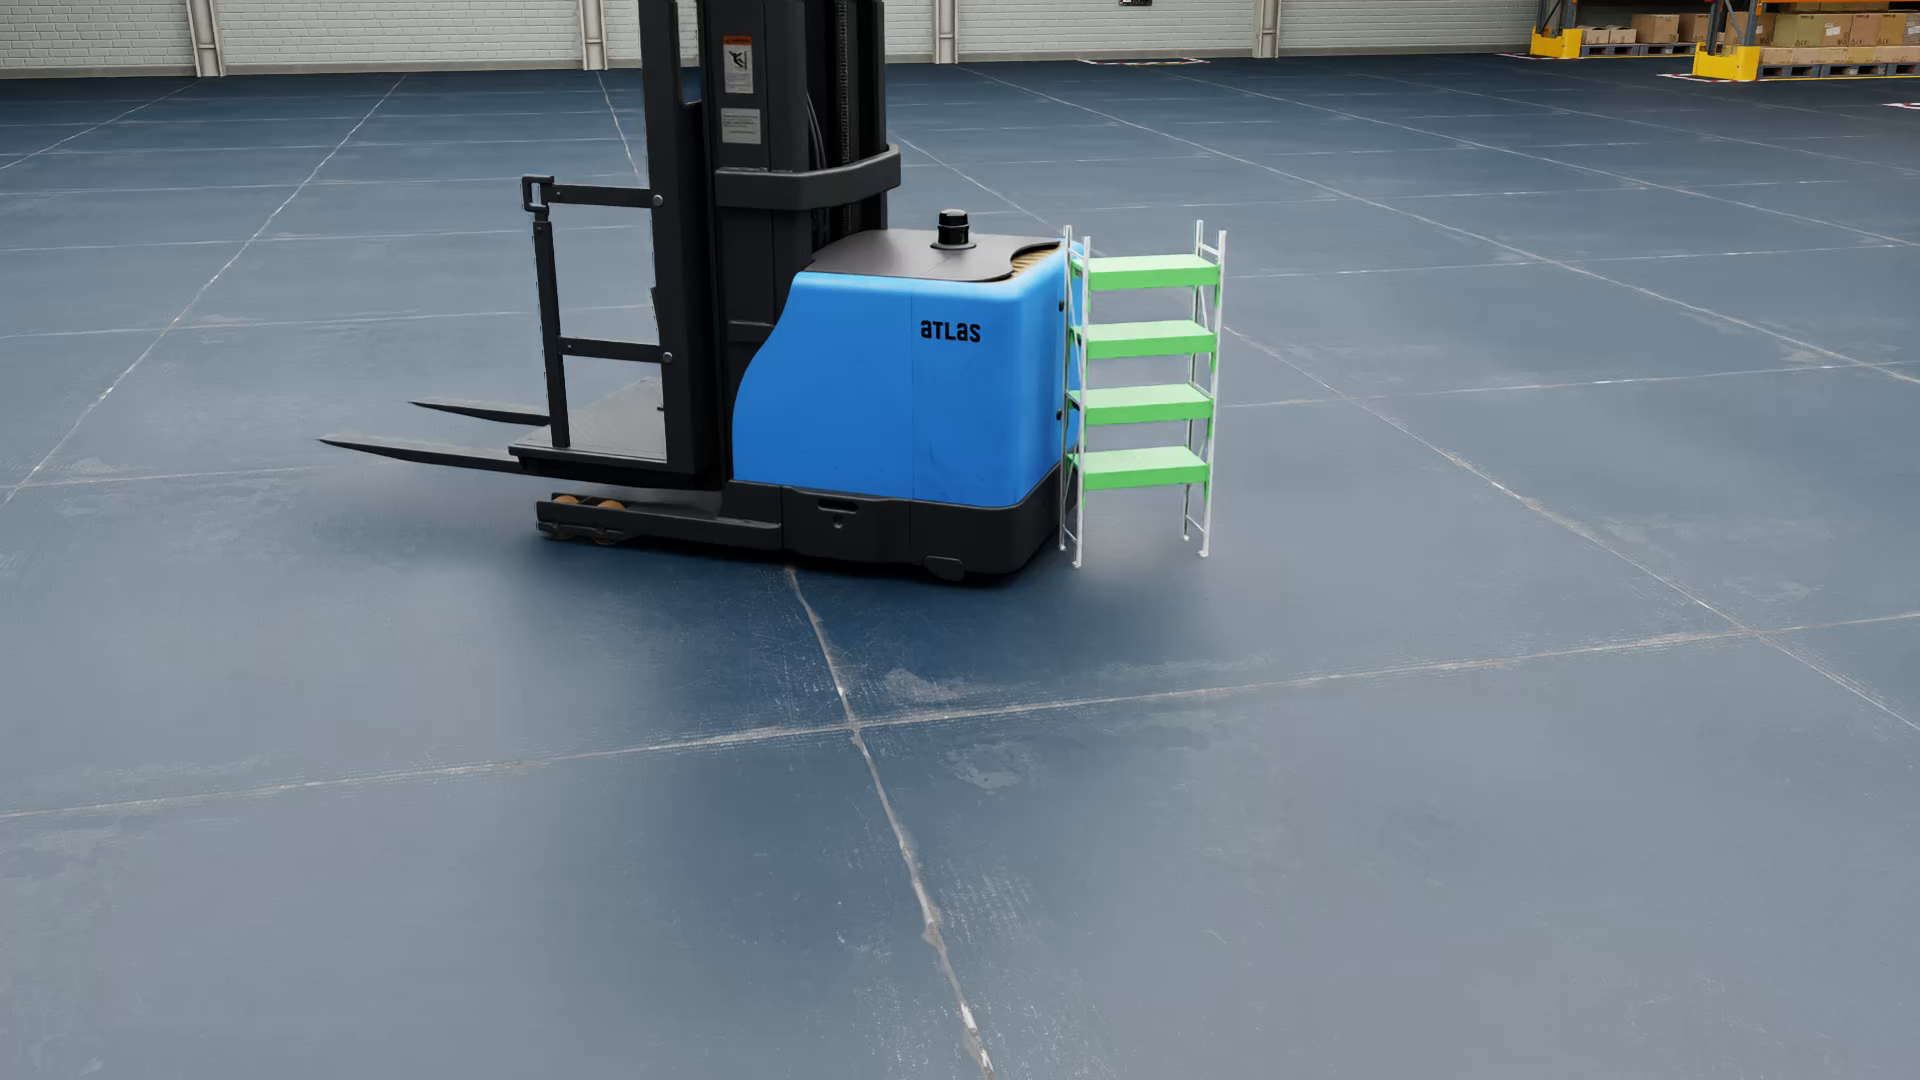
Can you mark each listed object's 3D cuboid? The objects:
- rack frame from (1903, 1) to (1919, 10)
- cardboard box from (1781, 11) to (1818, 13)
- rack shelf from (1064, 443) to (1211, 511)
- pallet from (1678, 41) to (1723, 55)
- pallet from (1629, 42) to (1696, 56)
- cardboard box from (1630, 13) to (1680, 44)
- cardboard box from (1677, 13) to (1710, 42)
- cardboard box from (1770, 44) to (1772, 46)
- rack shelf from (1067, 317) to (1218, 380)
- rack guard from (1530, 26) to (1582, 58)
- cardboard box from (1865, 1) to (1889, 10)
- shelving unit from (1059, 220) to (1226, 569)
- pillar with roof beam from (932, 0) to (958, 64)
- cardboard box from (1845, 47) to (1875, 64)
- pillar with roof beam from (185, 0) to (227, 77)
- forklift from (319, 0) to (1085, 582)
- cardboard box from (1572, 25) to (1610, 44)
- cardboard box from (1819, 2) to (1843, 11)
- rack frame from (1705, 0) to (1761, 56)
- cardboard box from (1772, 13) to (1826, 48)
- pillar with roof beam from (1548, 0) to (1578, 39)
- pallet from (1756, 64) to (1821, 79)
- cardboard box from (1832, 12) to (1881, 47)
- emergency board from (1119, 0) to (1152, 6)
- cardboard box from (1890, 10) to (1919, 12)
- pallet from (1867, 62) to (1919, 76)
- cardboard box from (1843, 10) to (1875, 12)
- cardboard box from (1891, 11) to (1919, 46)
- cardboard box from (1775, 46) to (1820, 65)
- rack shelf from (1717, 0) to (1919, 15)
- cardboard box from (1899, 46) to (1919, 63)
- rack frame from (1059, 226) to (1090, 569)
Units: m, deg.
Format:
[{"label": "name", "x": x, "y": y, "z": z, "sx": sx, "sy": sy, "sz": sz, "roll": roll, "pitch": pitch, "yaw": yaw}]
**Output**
[{"label": "rack frame", "x": 18.719, "y": -11.008, "z": 32.006, "sx": 0.127, "sy": 3.000, "sz": 1.000, "roll": -5, "pitch": 21, "yaw": -12}, {"label": "cardboard box", "x": 13.500, "y": -8.202, "z": 26.640, "sx": 0.500, "sy": 0.500, "sz": 0.500, "roll": -5, "pitch": 21, "yaw": -12}, {"label": "rack shelf", "x": 0.644, "y": -0.234, "z": 6.092, "sx": 0.480, "sy": 0.148, "sz": 0.258, "roll": -5, "pitch": 21, "yaw": -12}, {"label": "pallet", "x": 14.181, "y": -9.317, "z": 31.444, "sx": 1.213, "sy": 0.211, "sz": 1.003, "roll": -5, "pitch": 21, "yaw": -12}, {"label": "pallet", "x": 12.991, "y": -9.220, "z": 31.177, "sx": 1.213, "sy": 0.211, "sz": 1.003, "roll": -5, "pitch": 21, "yaw": -12}, {"label": "cardboard box", "x": 12.908, "y": -9.519, "z": 30.935, "sx": 0.500, "sy": 0.500, "sz": 0.700, "roll": -6, "pitch": 21, "yaw": -16}, {"label": "cardboard box", "x": 13.826, "y": -9.629, "z": 31.235, "sx": 0.500, "sy": 0.500, "sz": 0.500, "roll": -6, "pitch": 21, "yaw": -17}, {"label": "cardboard box", "x": 13.015, "y": -7.808, "z": 26.657, "sx": 0.500, "sy": 0.250, "sz": 0.500, "roll": -5, "pitch": 21, "yaw": -12}, {"label": "rack shelf", "x": 0.644, "y": -0.685, "z": 5.927, "sx": 0.480, "sy": 0.148, "sz": 0.258, "roll": -5, "pitch": 21, "yaw": -12}, {"label": "rack guard", "x": 11.008, "y": -9.208, "z": 30.723, "sx": 0.348, "sy": 0.500, "sz": 1.175, "roll": -5, "pitch": 21, "yaw": -12}, {"label": "cardboard box", "x": 17.461, "y": -10.295, "z": 31.962, "sx": 0.500, "sy": 0.250, "sz": 0.500, "roll": -4, "pitch": 21, "yaw": -11}, {"label": "shelving unit", "x": 0.644, "y": -0.519, "z": 5.988, "sx": 0.503, "sy": 1.200, "sz": 0.258, "roll": -5, "pitch": 21, "yaw": -12}, {"label": "pillar with roof beam", "x": 0.729, "y": -11.146, "z": 23.660, "sx": 0.400, "sy": 9.000, "sz": 9.100, "roll": -5, "pitch": 21, "yaw": -12}, {"label": "cardboard box", "x": 14.110, "y": -7.710, "z": 26.387, "sx": 0.500, "sy": 0.250, "sz": 0.500, "roll": -5, "pitch": 21, "yaw": -12}, {"label": "pillar with roof beam", "x": -10.949, "y": -10.197, "z": 21.067, "sx": 0.400, "sy": 9.000, "sz": 9.100, "roll": -5, "pitch": 21, "yaw": -12}, {"label": "forklift", "x": -1.080, "y": -1.518, "z": 6.197, "sx": 3.031, "sy": 2.935, "sz": 1.130, "roll": 7, "pitch": 21, "yaw": 18}, {"label": "cardboard box", "x": 11.628, "y": -9.344, "z": 30.731, "sx": 0.500, "sy": 0.311, "sz": 0.500, "roll": -7, "pitch": 21, "yaw": -19}, {"label": "cardboard box", "x": 16.472, "y": -10.219, "z": 31.755, "sx": 0.500, "sy": 0.250, "sz": 0.500, "roll": -5, "pitch": 21, "yaw": -14}, {"label": "rack frame", "x": 12.077, "y": -8.717, "z": 25.751, "sx": 0.127, "sy": 3.000, "sz": 1.000, "roll": -5, "pitch": 21, "yaw": -12}, {"label": "cardboard box", "x": 13.136, "y": -7.984, "z": 26.045, "sx": 0.500, "sy": 0.500, "sz": 0.500, "roll": -5, "pitch": 21, "yaw": -12}, {"label": "pillar with roof beam", "x": 12.407, "y": -12.096, "z": 26.253, "sx": 0.400, "sy": 9.000, "sz": 9.100, "roll": -5, "pitch": 21, "yaw": -12}, {"label": "pallet", "x": 12.812, "y": -7.483, "z": 26.434, "sx": 1.213, "sy": 0.211, "sz": 1.003, "roll": -5, "pitch": 21, "yaw": -12}, {"label": "cardboard box", "x": 14.111, "y": -8.061, "z": 26.257, "sx": 0.500, "sy": 0.500, "sz": 0.500, "roll": -5, "pitch": 21, "yaw": -12}, {"label": "emergency board", "x": 3.163, "y": -10.062, "z": 29.423, "sx": 0.643, "sy": 1.169, "sz": 0.194, "roll": -5, "pitch": 21, "yaw": -12}, {"label": "cardboard box", "x": 15.447, "y": -8.360, "z": 27.073, "sx": 0.500, "sy": 0.500, "sz": 0.500, "roll": -5, "pitch": 21, "yaw": -12}, {"label": "pallet", "x": 15.186, "y": -7.676, "z": 26.962, "sx": 1.213, "sy": 0.211, "sz": 1.003, "roll": -5, "pitch": 21, "yaw": -12}, {"label": "cardboard box", "x": 14.473, "y": -8.281, "z": 26.857, "sx": 0.500, "sy": 0.500, "sz": 0.500, "roll": -5, "pitch": 21, "yaw": -12}, {"label": "cardboard box", "x": 15.080, "y": -8.147, "z": 26.490, "sx": 0.500, "sy": 0.500, "sz": 0.500, "roll": -5, "pitch": 21, "yaw": -12}, {"label": "cardboard box", "x": 13.136, "y": -7.632, "z": 26.176, "sx": 0.500, "sy": 0.250, "sz": 0.500, "roll": -5, "pitch": 21, "yaw": -12}, {"label": "rack shelf", "x": 14.024, "y": -8.538, "z": 26.307, "sx": 4.000, "sy": 0.370, "sz": 1.077, "roll": -5, "pitch": 21, "yaw": -12}, {"label": "cardboard box", "x": 15.080, "y": -7.794, "z": 26.617, "sx": 0.500, "sy": 0.250, "sz": 0.500, "roll": -5, "pitch": 21, "yaw": -12}, {"label": "rack frame", "x": 0.406, "y": -0.500, "z": 5.936, "sx": 0.015, "sy": 1.200, "sz": 0.240, "roll": -5, "pitch": 21, "yaw": -12}]
